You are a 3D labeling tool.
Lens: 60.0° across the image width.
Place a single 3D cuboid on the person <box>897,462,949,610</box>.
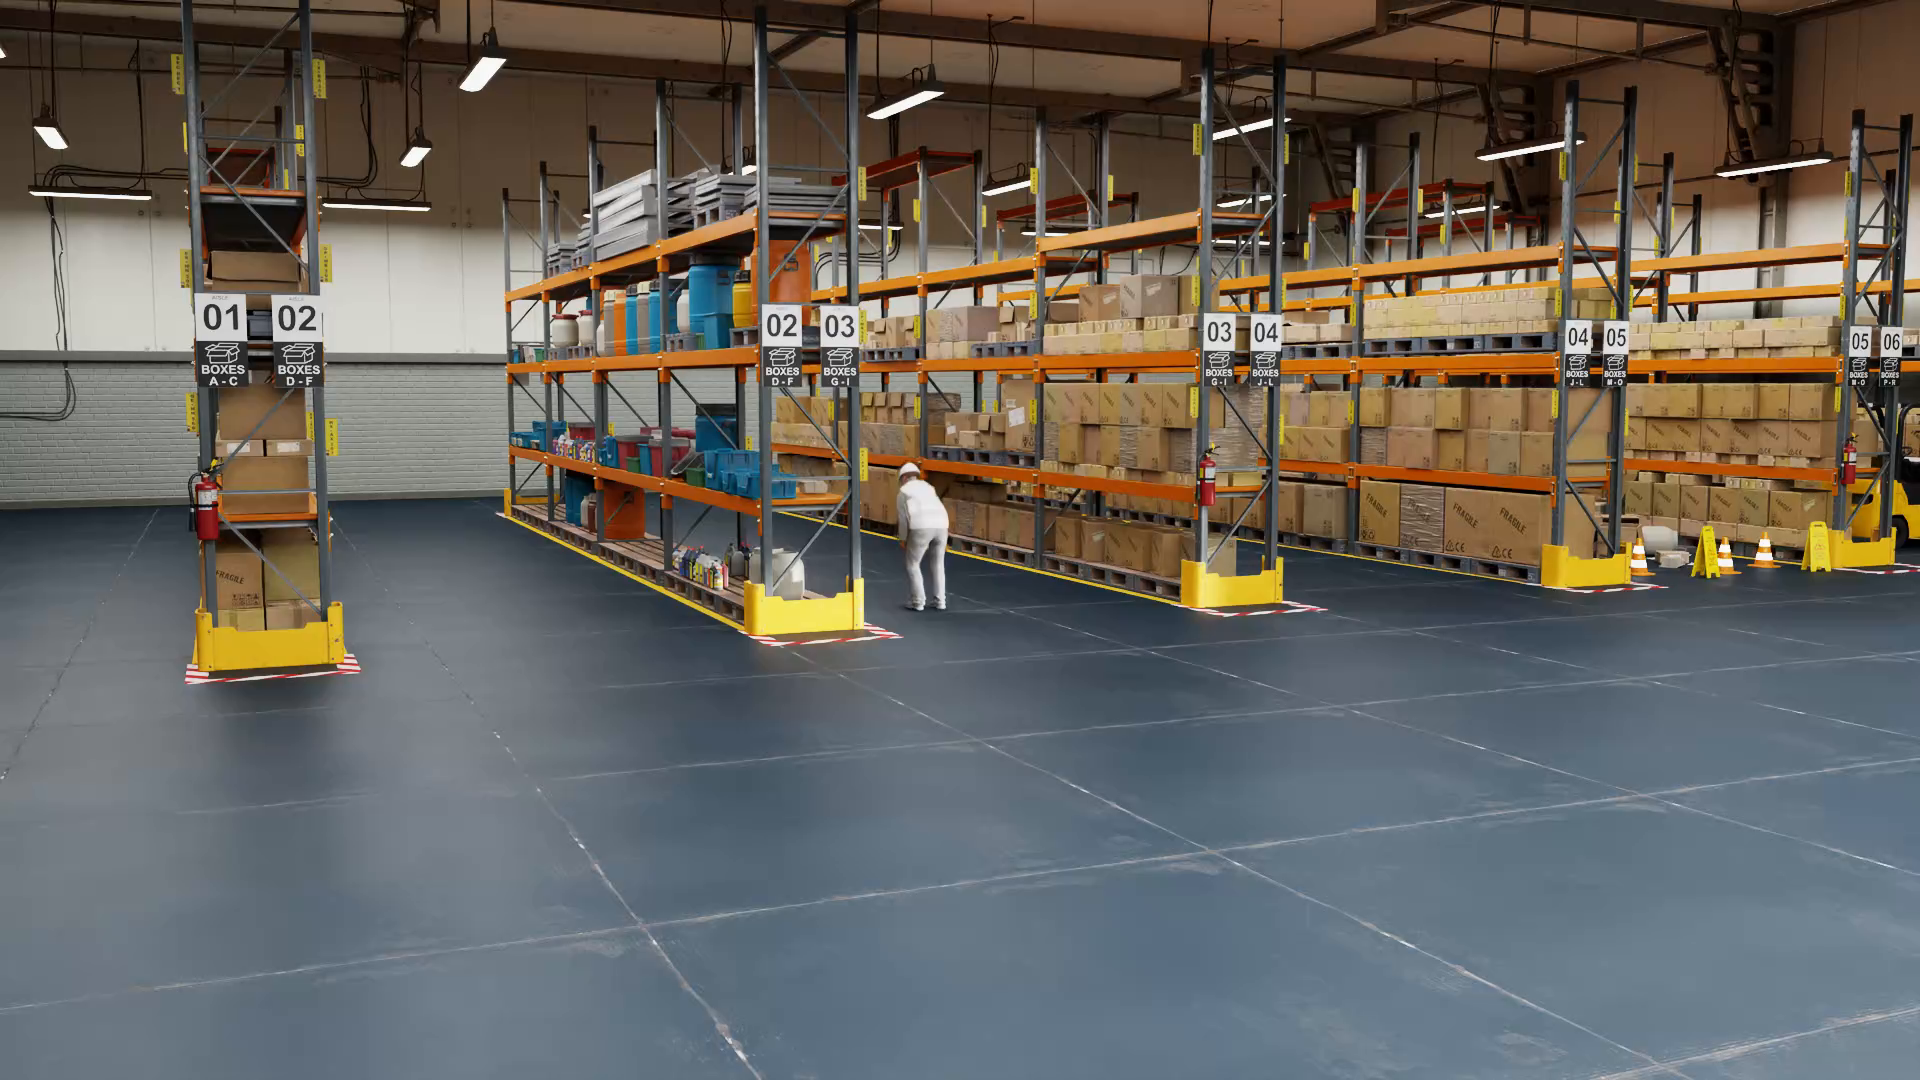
[{"bbox_3d":[-0.445,-0.050,18.215,0.473,1.579,0.803,-2,6,-25],"label":"person"}]
